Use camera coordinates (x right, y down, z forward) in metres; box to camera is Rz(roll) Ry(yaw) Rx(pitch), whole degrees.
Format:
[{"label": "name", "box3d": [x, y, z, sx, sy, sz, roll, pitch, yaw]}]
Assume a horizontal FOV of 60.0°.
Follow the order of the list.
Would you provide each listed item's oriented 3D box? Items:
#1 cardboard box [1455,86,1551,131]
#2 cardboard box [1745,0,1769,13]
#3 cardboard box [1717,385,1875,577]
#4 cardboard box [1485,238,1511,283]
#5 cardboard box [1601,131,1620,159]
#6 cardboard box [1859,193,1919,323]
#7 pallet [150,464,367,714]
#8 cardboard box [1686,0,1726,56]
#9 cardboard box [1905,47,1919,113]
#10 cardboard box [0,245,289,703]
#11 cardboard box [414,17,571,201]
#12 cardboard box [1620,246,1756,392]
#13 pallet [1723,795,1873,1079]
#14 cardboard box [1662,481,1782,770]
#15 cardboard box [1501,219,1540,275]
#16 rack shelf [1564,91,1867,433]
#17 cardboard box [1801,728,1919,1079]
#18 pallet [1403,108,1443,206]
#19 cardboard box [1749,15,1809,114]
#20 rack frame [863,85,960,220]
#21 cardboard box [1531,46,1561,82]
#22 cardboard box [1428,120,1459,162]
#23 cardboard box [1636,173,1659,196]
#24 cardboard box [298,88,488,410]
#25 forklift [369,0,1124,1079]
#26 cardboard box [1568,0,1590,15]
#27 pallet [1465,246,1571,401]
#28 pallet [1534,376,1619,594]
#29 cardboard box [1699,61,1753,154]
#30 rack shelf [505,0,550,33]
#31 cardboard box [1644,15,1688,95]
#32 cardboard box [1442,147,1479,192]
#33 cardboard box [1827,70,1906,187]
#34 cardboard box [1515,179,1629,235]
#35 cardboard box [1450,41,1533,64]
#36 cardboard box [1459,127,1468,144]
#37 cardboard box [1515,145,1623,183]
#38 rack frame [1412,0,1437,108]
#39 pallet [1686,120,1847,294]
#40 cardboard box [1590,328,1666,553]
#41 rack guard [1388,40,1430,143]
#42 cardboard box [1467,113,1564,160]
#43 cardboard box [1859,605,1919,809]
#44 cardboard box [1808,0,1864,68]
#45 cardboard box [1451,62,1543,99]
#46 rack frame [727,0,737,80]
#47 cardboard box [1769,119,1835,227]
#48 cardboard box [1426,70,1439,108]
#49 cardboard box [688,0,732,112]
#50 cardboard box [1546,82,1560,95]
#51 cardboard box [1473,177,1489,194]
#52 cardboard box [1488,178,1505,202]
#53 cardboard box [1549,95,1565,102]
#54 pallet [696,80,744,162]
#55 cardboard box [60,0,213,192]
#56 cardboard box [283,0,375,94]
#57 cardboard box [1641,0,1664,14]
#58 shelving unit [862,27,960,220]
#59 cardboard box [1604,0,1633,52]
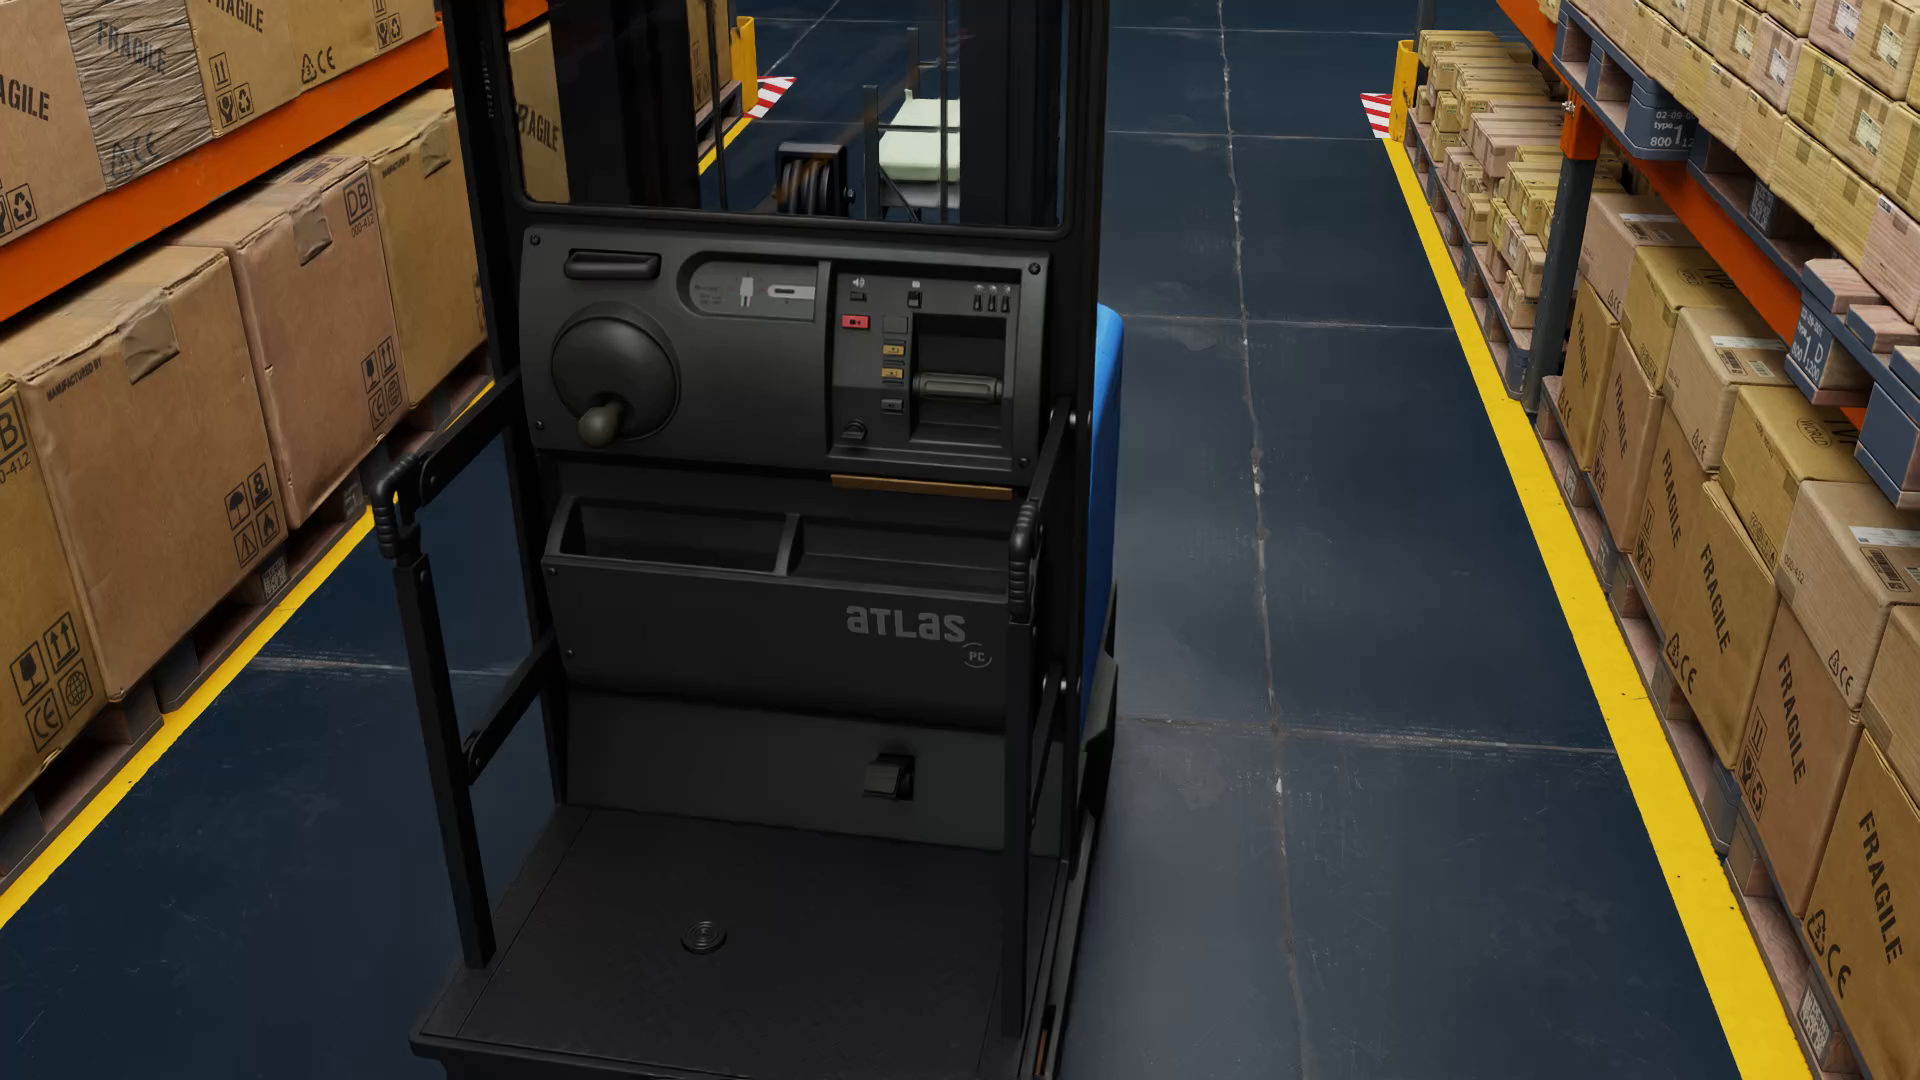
[{"label": "cardboard box", "box3d": [2.526, -2.004, 7.743, 0.380, 0.149, 0.250, 4, 29, 7]}, {"label": "cardboard box", "box3d": [1.887, -1.219, 3.544, 0.380, 0.149, 0.250, 4, 29, 8]}, {"label": "cardboard box", "box3d": [2.041, -0.122, 3.717, 0.500, 0.250, 0.500, 4, 29, 7]}, {"label": "cardboard box", "box3d": [2.372, -1.157, 6.797, 0.380, 0.149, 0.250, 2, 28, 5]}, {"label": "cardboard box", "box3d": [2.974, -1.739, 7.251, 0.380, 0.149, 0.250, 2, 28, 4]}, {"label": "cardboard box", "box3d": [1.756, -0.465, 2.773, 0.380, 0.149, 0.250, 4, 29, 7]}, {"label": "pallet", "box3d": [-2.498, 0.058, 4.919, 1.003, 0.211, 1.213, 3, 28, 6]}, {"label": "cardboard box", "box3d": [1.918, -1.206, 3.834, 0.380, 0.149, 0.250, 3, 28, 5]}, {"label": "cardboard box", "box3d": [1.759, -0.729, 2.635, 0.380, 0.149, 0.250, 4, 29, 8]}, {"label": "cardboard box", "box3d": [-2.600, -0.222, 4.297, 1.225, 0.875, 0.875, 3, 29, 6]}, {"label": "cardboard box", "box3d": [-2.171, -1.668, 6.981, 0.875, 0.875, 0.875, 3, 28, 6]}, {"label": "cardboard box", "box3d": [2.163, -0.608, 4.618, 0.500, 0.250, 0.500, 4, 29, 8]}, {"label": "pallet", "box3d": [2.186, 0.966, 3.235, 1.003, 0.211, 1.213, 3, 28, 6]}, {"label": "cardboard box", "box3d": [2.026, 0.203, 3.904, 0.500, 0.500, 0.500, 2, 28, 4]}, {"label": "cardboard box", "box3d": [2.322, -1.132, 6.439, 0.380, 0.149, 0.250, 2, 28, 4]}, {"label": "rack shelf", "box3d": [2.334, -0.519, 3.809, 1.077, 0.370, 4.000, 3, 28, 6]}, {"label": "cardboard box", "box3d": [1.910, 0.697, 2.987, 0.500, 0.500, 0.500, 3, 28, 6]}, {"label": "pallet", "box3d": [2.925, -2.016, 8.770, 1.003, 0.211, 1.213, 3, 28, 6]}, {"label": "cardboard box", "box3d": [1.853, -0.966, 3.388, 0.380, 0.149, 0.250, 4, 29, 7]}, {"label": "rack frame", "box3d": [-0.046, -0.485, 4.569, 0.400, 1.500, 0.023, 3, 28, 6]}, {"label": "cardboard box", "box3d": [3.168, -2.473, 8.613, 0.380, 0.149, 0.250, 4, 29, 7]}, {"label": "cardboard box", "box3d": [2.572, -2.002, 8.367, 0.380, 0.149, 0.250, 4, 29, 7]}, {"label": "cardboard box", "box3d": [2.901, -1.367, 6.560, 0.380, 0.149, 0.250, 3, 28, 5]}, {"label": "cardboard box", "box3d": [-2.390, -1.060, 5.852, 1.225, 0.875, 0.875, 3, 29, 6]}, {"label": "forklift", "box3d": [-0.349, -0.285, 2.690, 1.130, 2.935, 3.031, 5, 29, 9]}, {"label": "cardboard box", "box3d": [2.074, -1.692, 5.051, 0.380, 0.149, 0.250, 2, 28, 4]}, {"label": "pallet", "box3d": [2.626, -0.867, 6.638, 1.003, 0.211, 1.213, 3, 28, 6]}, {"label": "pallet", "box3d": [2.485, -0.183, 5.367, 1.003, 0.211, 1.213, 3, 28, 6]}, {"label": "cardboard box", "box3d": [1.885, -0.959, 3.690, 0.380, 0.149, 0.250, 2, 28, 4]}, {"label": "rack shelf", "box3d": [-2.087, -2.737, 7.927, 1.077, 0.370, 4.000, 3, 28, 6]}, {"label": "cardboard box", "box3d": [1.949, -1.206, 4.149, 0.380, 0.149, 0.250, 2, 28, 4]}, {"label": "cardboard box", "box3d": [2.519, -1.764, 7.926, 0.380, 0.149, 0.250, 2, 28, 4]}, {"label": "cardboard box", "box3d": [1.789, -0.726, 2.943, 0.380, 0.149, 0.250, 3, 29, 6]}, {"label": "cardboard box", "box3d": [2.356, -1.274, 6.388, 0.380, 0.149, 0.250, 4, 29, 7]}, {"label": "cardboard box", "box3d": [2.753, -2.488, 8.641, 0.380, 0.149, 0.250, 4, 29, 7]}, {"label": "cardboard box", "box3d": [2.641, -1.998, 8.045, 0.380, 0.149, 0.250, 2, 28, 4]}, {"label": "cardboard box", "box3d": [2.488, -1.509, 6.824, 0.380, 0.149, 0.250, 4, 29, 8]}, {"label": "rack frame", "box3d": [3.069, -3.660, 8.881, 1.000, 3.000, 0.127, 3, 28, 6]}, {"label": "pallet", "box3d": [2.290, -0.744, 3.670, 1.003, 0.211, 1.213, 3, 28, 6]}, {"label": "cardboard box", "box3d": [2.162, -0.280, 4.799, 0.500, 0.500, 0.500, 5, 29, 8]}, {"label": "rack guard", "box3d": [3.059, -2.524, 9.407, 1.175, 0.500, 0.348, 3, 28, 6]}, {"label": "cardboard box", "box3d": [2.451, -1.769, 7.308, 0.380, 0.149, 0.250, 2, 28, 4]}, {"label": "cardboard box", "box3d": [1.912, 0.354, 2.832, 0.500, 0.250, 0.500, 3, 28, 5]}, {"label": "cardboard box", "box3d": [1.823, -0.968, 3.079, 0.380, 0.149, 0.250, 3, 28, 6]}, {"label": "cardboard box", "box3d": [2.647, -2.255, 8.209, 0.380, 0.149, 0.250, 2, 28, 4]}, {"label": "rack frame", "box3d": [-1.842, -3.996, 9.504, 1.000, 3.000, 0.127, 3, 28, 6]}, {"label": "cardboard box", "box3d": [1.822, -0.709, 3.226, 0.380, 0.149, 0.250, 2, 28, 4]}, {"label": "cardboard box", "box3d": [2.660, -2.363, 8.723, 0.380, 0.149, 0.250, 3, 28, 6]}, {"label": "cardboard box", "box3d": [-1.841, -2.939, 9.340, 0.875, 0.875, 0.875, 3, 28, 6]}, {"label": "cardboard box", "box3d": [3.202, -2.336, 8.672, 0.380, 0.149, 0.250, 3, 28, 5]}, {"label": "cardboard box", "box3d": [2.514, -1.517, 7.467, 0.380, 0.149, 0.250, 4, 29, 7]}, {"label": "cardboard box", "box3d": [2.478, -1.493, 7.108, 0.380, 0.149, 0.250, 4, 29, 7]}, {"label": "cardboard box", "box3d": [3.090, -2.090, 8.217, 0.380, 0.149, 0.250, 3, 28, 6]}, {"label": "pallet", "box3d": [-1.862, -2.387, 9.458, 1.003, 0.211, 1.213, 3, 28, 6]}, {"label": "cardboard box", "box3d": [-2.309, -1.206, 4.221, 0.500, 0.500, 0.500, 3, 29, 6]}, {"label": "cardboard box", "box3d": [-2.185, -1.688, 5.116, 0.500, 0.500, 0.500, 4, 29, 8]}, {"label": "cardboard box", "box3d": [1.982, -1.457, 4.301, 0.380, 0.149, 0.250, 2, 28, 4]}, {"label": "shelving unit", "box3d": [-0.001, -0.657, 4.888, 0.431, 1.500, 0.755, 3, 28, 6]}, {"label": "cardboard box", "box3d": [2.011, -1.444, 4.590, 0.380, 0.149, 0.250, 4, 29, 7]}]
